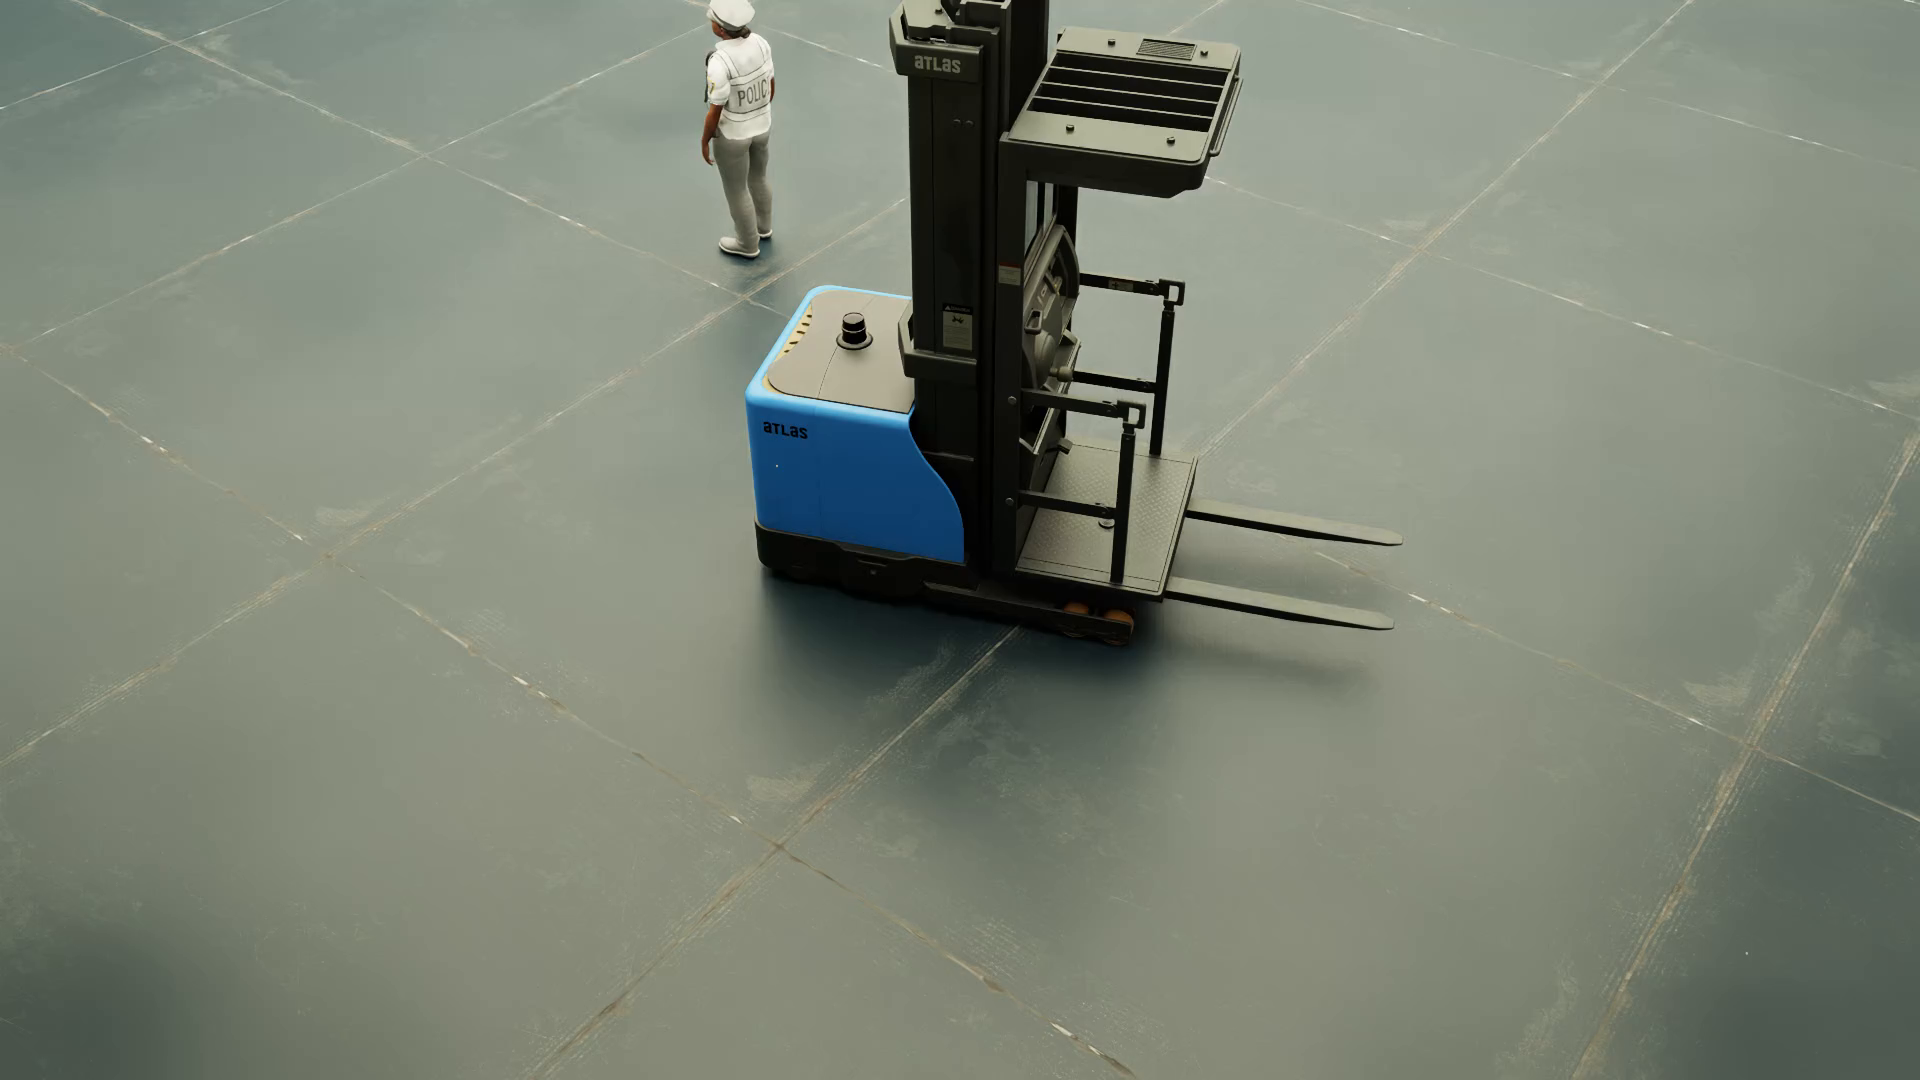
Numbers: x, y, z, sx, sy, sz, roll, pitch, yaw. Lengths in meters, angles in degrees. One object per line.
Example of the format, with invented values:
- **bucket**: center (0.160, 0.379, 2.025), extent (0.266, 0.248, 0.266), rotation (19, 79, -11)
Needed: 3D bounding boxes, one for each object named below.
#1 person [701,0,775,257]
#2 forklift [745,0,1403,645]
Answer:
- **person**: center (-1.352, -2.478, 9.922), extent (0.530, 1.695, 0.570), rotation (29, 48, 30)
- **forklift**: center (0.587, -1.011, 7.260), extent (3.031, 2.935, 1.130), rotation (10, 41, 12)
